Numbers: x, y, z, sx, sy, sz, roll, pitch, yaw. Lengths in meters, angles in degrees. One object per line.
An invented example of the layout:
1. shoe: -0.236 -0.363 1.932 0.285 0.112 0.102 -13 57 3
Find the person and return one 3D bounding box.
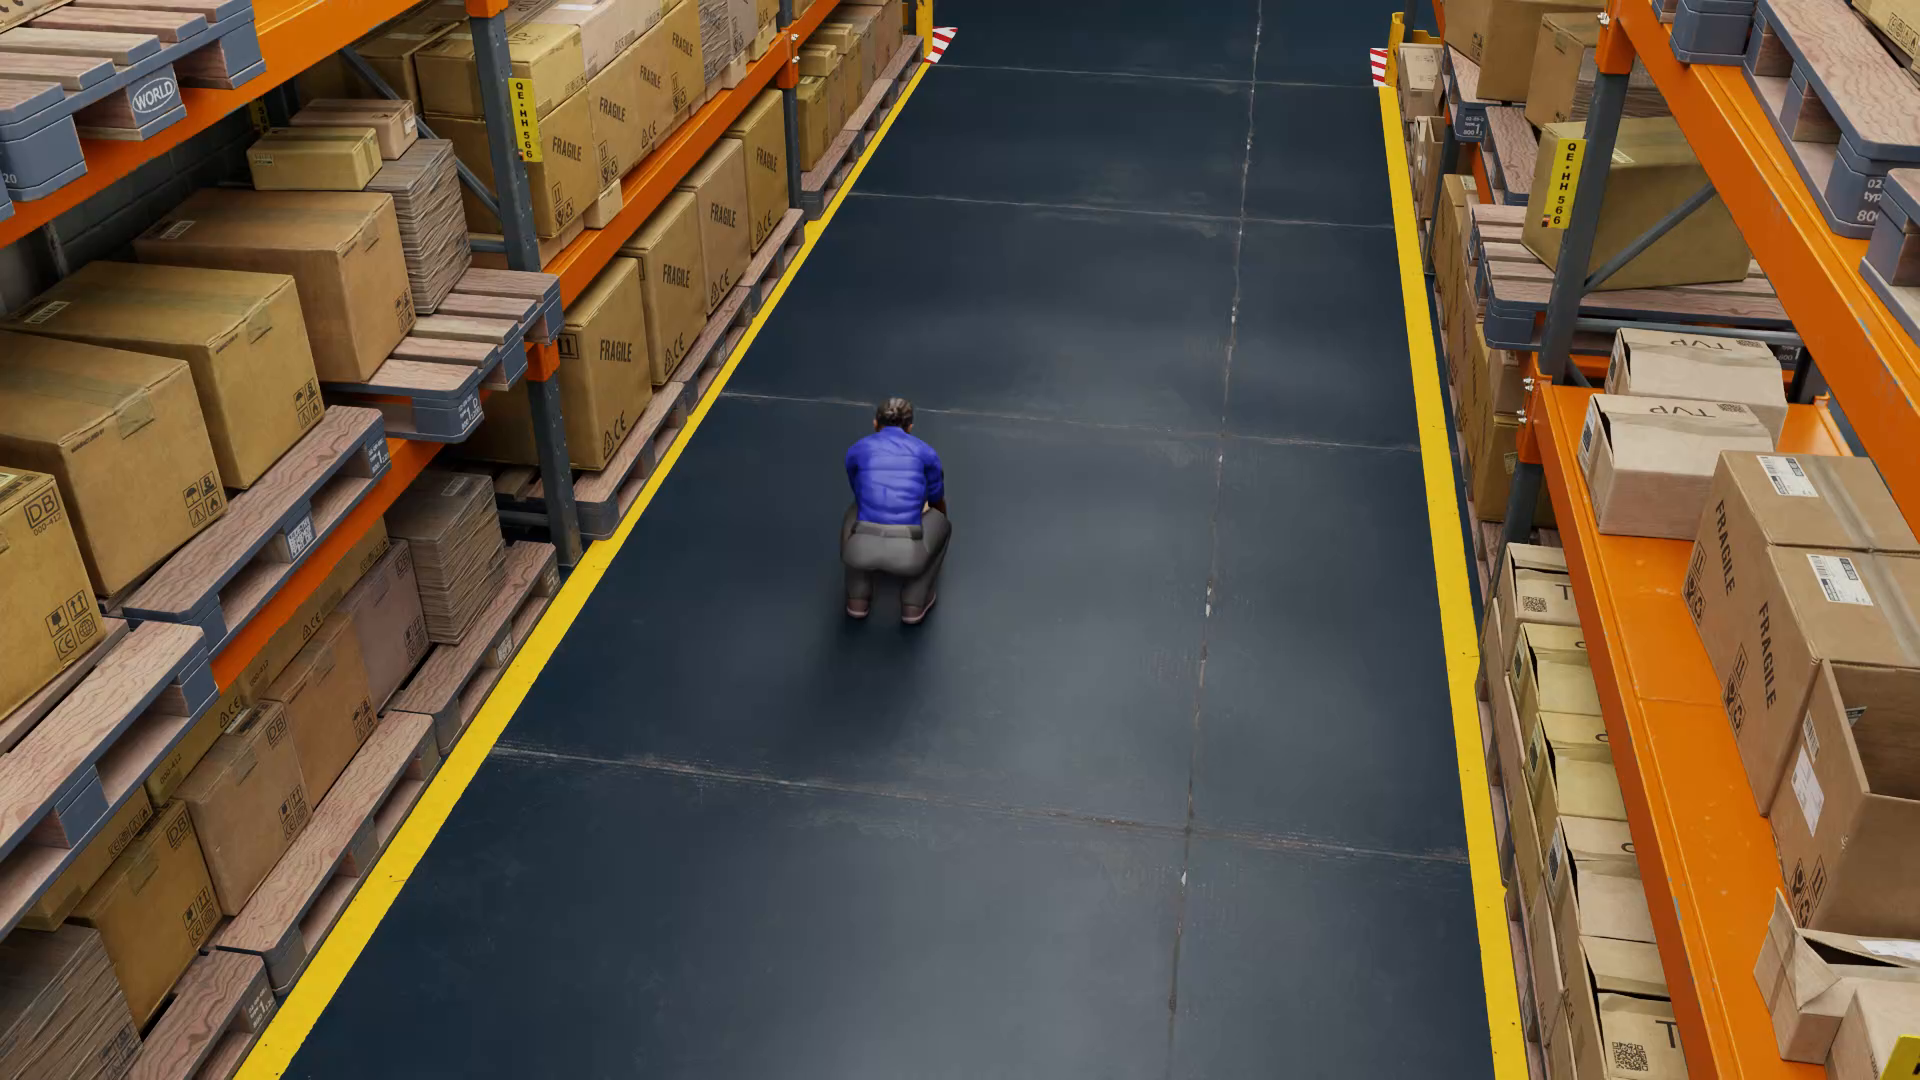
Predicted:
1. person: -0.284 -0.111 7.175 0.479 0.810 0.823 5 33 8
